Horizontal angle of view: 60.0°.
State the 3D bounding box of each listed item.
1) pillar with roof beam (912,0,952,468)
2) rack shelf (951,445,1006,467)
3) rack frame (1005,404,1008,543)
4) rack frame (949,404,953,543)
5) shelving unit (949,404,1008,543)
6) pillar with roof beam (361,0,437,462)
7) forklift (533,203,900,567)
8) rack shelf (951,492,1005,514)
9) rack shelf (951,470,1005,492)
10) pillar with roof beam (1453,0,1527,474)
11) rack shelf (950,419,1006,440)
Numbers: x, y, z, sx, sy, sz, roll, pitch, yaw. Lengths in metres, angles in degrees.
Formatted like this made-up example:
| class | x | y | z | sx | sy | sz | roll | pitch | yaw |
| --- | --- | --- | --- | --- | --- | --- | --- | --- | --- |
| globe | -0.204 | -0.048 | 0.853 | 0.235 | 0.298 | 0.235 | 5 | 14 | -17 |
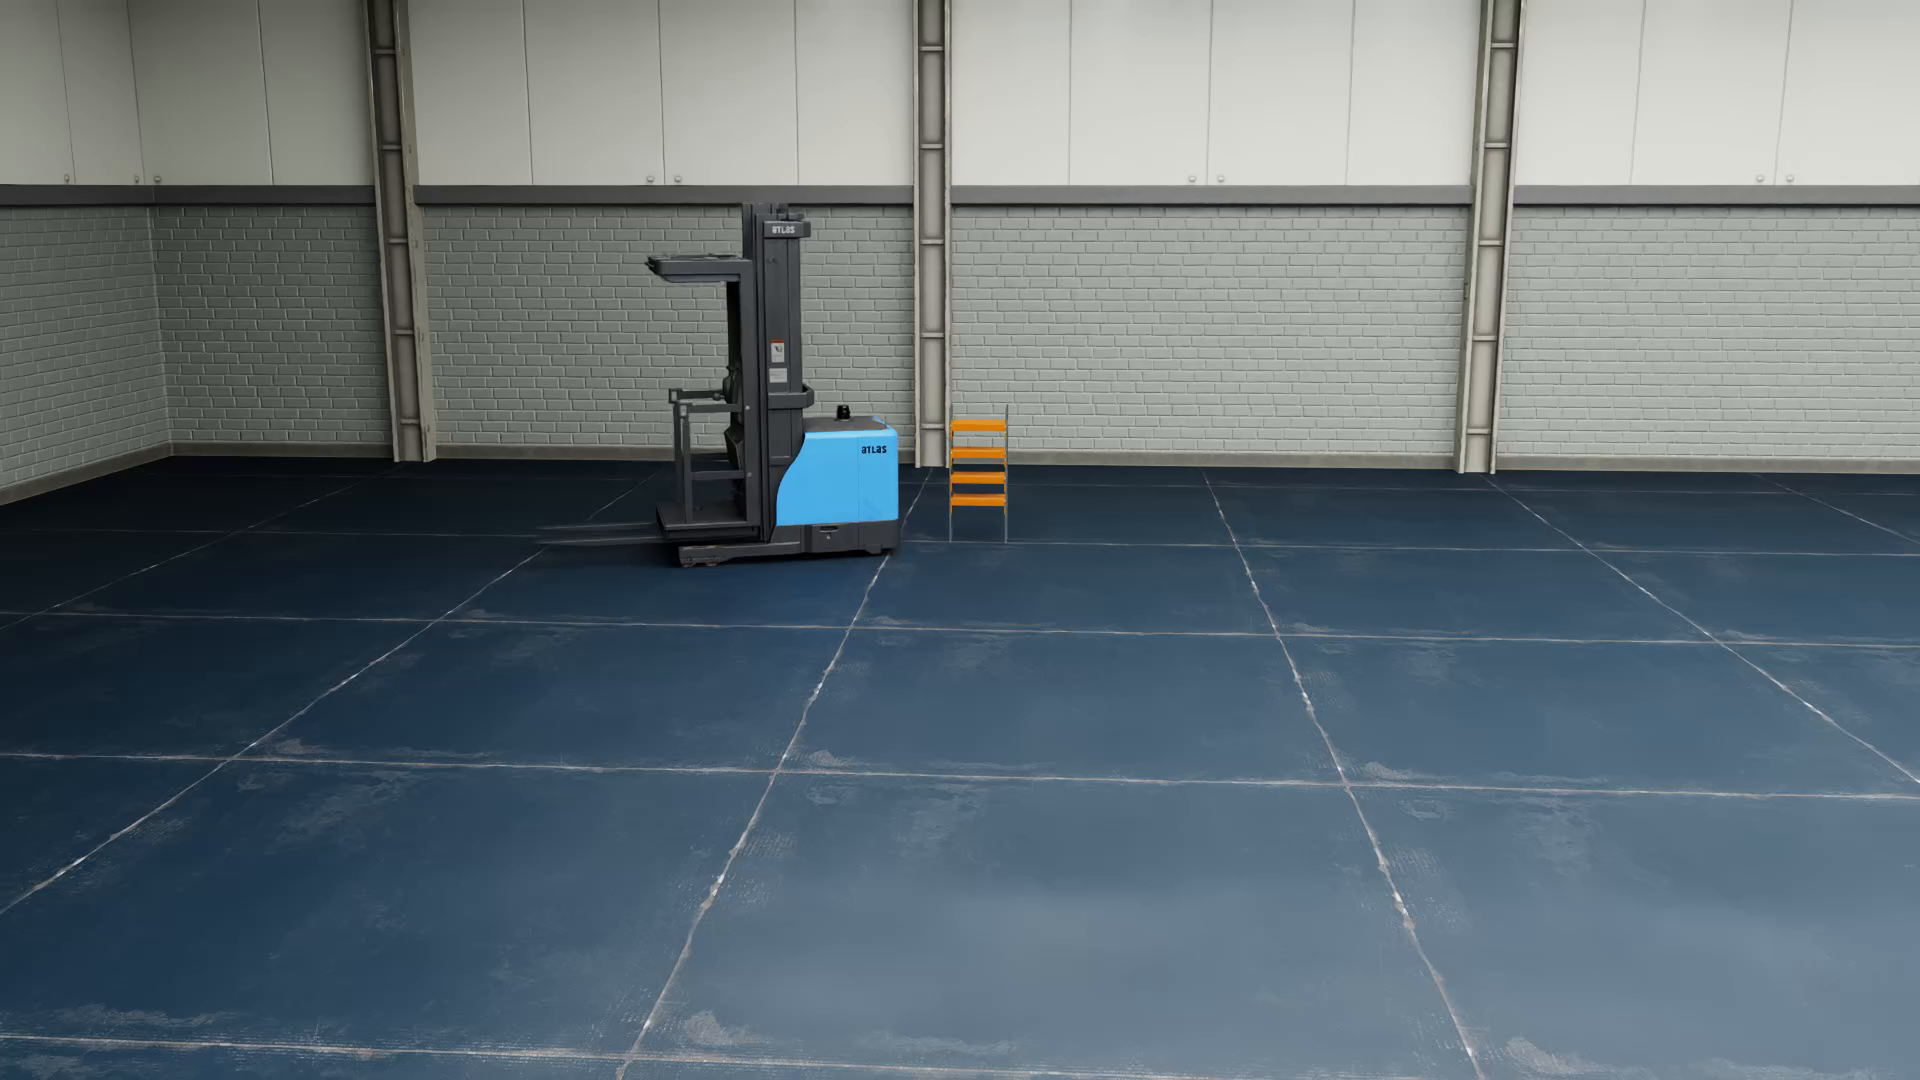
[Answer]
| class | x | y | z | sx | sy | sz | roll | pitch | yaw |
| --- | --- | --- | --- | --- | --- | --- | --- | --- | --- |
| pillar with roof beam | -0.585 | -4.370 | 13.681 | 0.400 | 9.000 | 9.100 | 1 | 12 | 4 |
| rack shelf | 0.165 | -0.738 | 14.602 | 0.480 | 0.148 | 0.258 | 1 | 12 | 4 |
| rack frame | 0.409 | -0.582 | 14.618 | 0.015 | 1.200 | 0.240 | 1 | 12 | 4 |
| rack frame | -0.078 | -0.588 | 14.650 | 0.015 | 1.200 | 0.240 | 1 | 12 | 4 |
| shelving unit | 0.165 | -0.585 | 14.634 | 0.503 | 1.200 | 0.258 | 1 | 12 | 4 |
| pillar with roof beam | -6.572 | -4.452 | 14.073 | 0.400 | 9.000 | 9.100 | 1 | 12 | 4 |
| forklift | -2.085 | -1.330 | 13.967 | 3.031 | 2.935 | 1.130 | -3 | 12 | -13 |
| rack shelf | 0.165 | -0.325 | 14.689 | 0.480 | 0.148 | 0.258 | 1 | 12 | 4 |
| rack shelf | 0.165 | -0.519 | 14.648 | 0.480 | 0.148 | 0.258 | 1 | 12 | 4 |
| pillar with roof beam | 5.402 | -4.288 | 13.288 | 0.400 | 9.000 | 9.100 | 1 | 12 | 4 |
| rack shelf | 0.165 | -0.970 | 14.554 | 0.480 | 0.148 | 0.258 | 1 | 12 | 4 |
